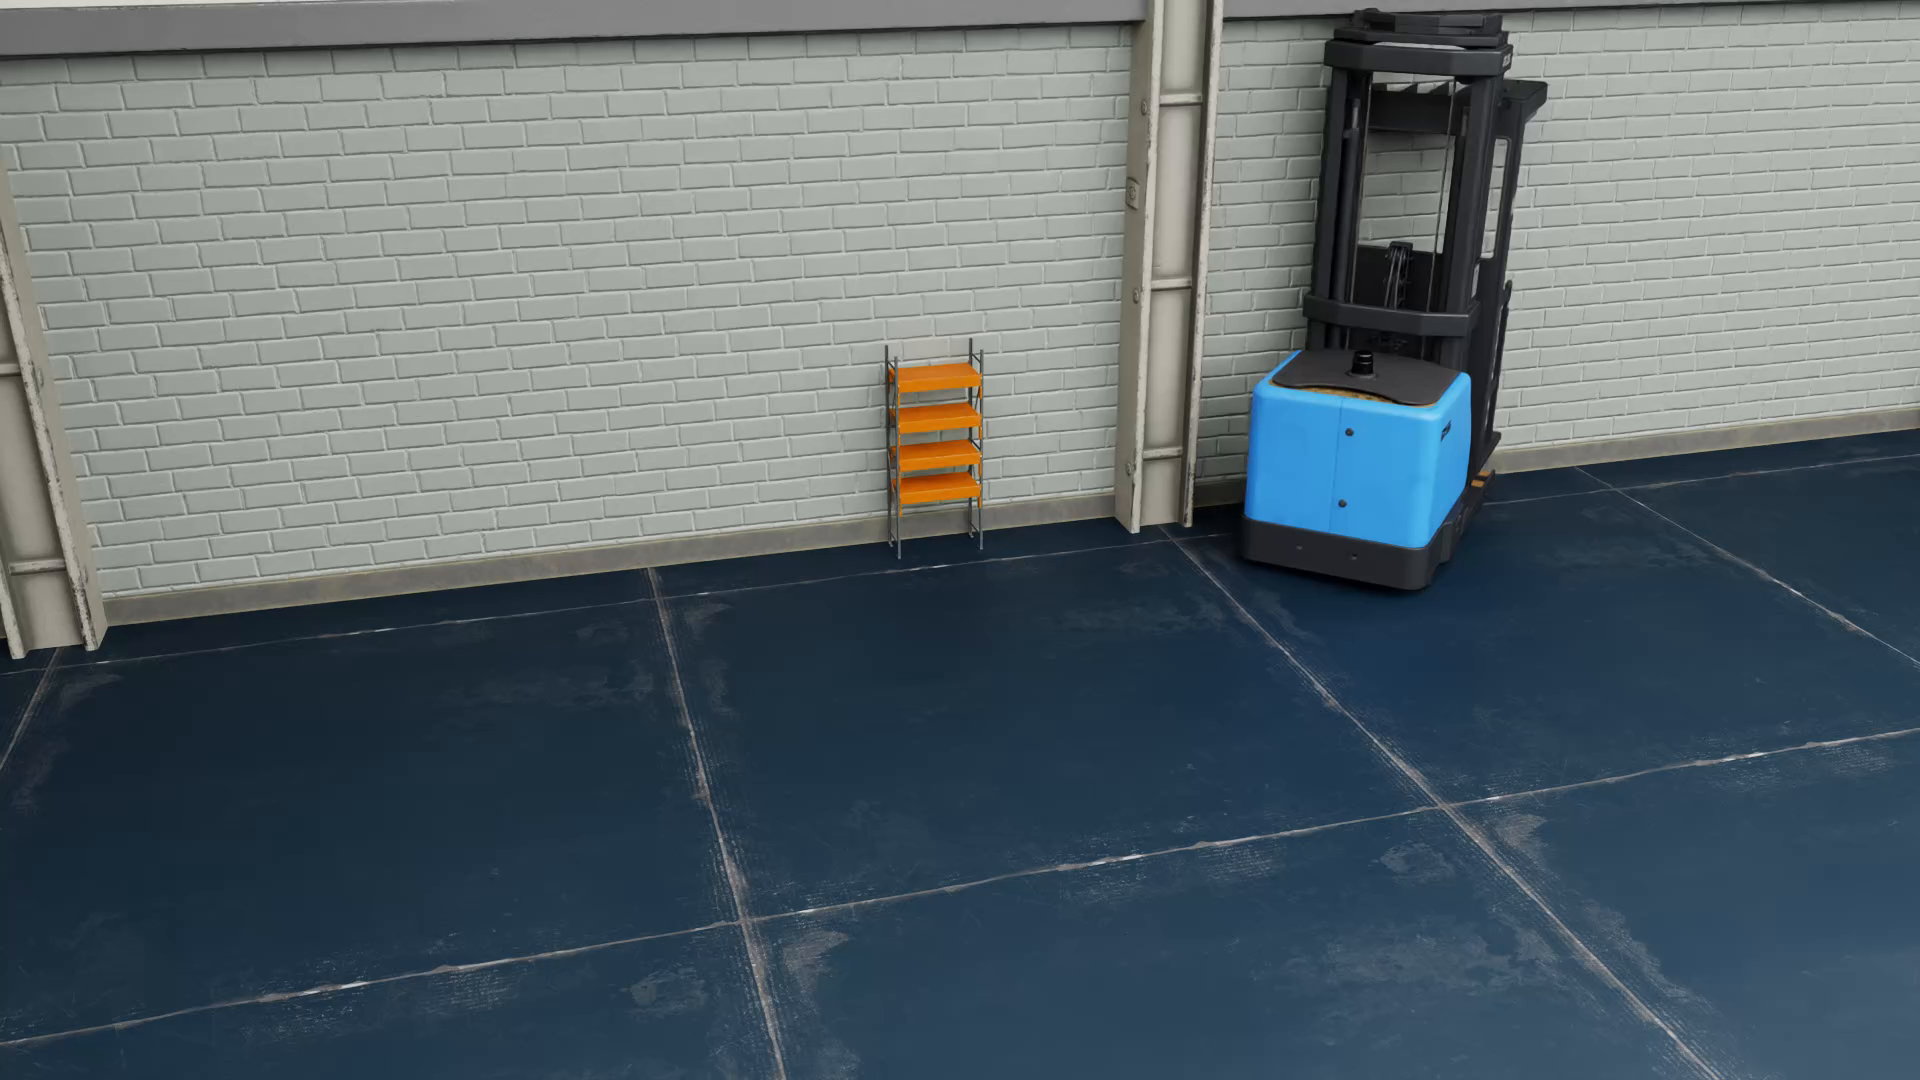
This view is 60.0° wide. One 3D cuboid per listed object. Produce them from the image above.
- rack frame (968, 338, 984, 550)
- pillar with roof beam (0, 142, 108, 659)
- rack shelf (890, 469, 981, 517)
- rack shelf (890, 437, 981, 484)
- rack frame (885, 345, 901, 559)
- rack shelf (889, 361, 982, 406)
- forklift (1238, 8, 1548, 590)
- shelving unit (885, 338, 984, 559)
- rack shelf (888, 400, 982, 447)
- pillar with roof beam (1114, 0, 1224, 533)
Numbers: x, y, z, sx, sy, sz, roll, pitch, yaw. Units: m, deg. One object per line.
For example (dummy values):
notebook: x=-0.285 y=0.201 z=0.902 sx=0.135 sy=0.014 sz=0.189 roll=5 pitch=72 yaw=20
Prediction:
rack frame: x=0.091 y=-0.541 z=9.488 sx=0.015 sy=1.200 sz=0.240 roll=-7 pitch=24 yaw=-15
pillar with roof beam: x=-3.453 y=-1.982 z=2.956 sx=0.400 sy=9.000 sz=9.100 roll=-6 pitch=24 yaw=-14
rack shelf: x=-0.144 y=-0.270 z=9.531 sx=0.480 sy=0.148 sz=0.258 roll=-7 pitch=24 yaw=-15
rack shelf: x=-0.144 y=-0.452 z=9.453 sx=0.480 sy=0.148 sz=0.258 roll=-7 pitch=24 yaw=-15
rack frame: x=-0.378 y=-0.487 z=9.363 sx=0.015 sy=1.200 sz=0.240 roll=-7 pitch=24 yaw=-15
rack shelf: x=-0.144 y=-0.875 z=9.270 sx=0.480 sy=0.148 sz=0.258 roll=-7 pitch=24 yaw=-15
forklift: x=2.695 y=-1.623 z=9.815 sx=1.130 sy=2.935 sz=3.031 roll=11 pitch=26 yaw=25
shelving unit: x=-0.144 y=-0.514 z=9.426 sx=0.503 sy=1.200 sz=0.258 roll=-7 pitch=24 yaw=-15
rack shelf: x=-0.144 y=-0.658 z=9.364 sx=0.480 sy=0.148 sz=0.258 roll=-7 pitch=24 yaw=-15
pillar with roof beam: x=2.324 y=-2.621 z=4.446 sx=0.400 sy=9.000 sz=9.100 roll=-6 pitch=24 yaw=-14
